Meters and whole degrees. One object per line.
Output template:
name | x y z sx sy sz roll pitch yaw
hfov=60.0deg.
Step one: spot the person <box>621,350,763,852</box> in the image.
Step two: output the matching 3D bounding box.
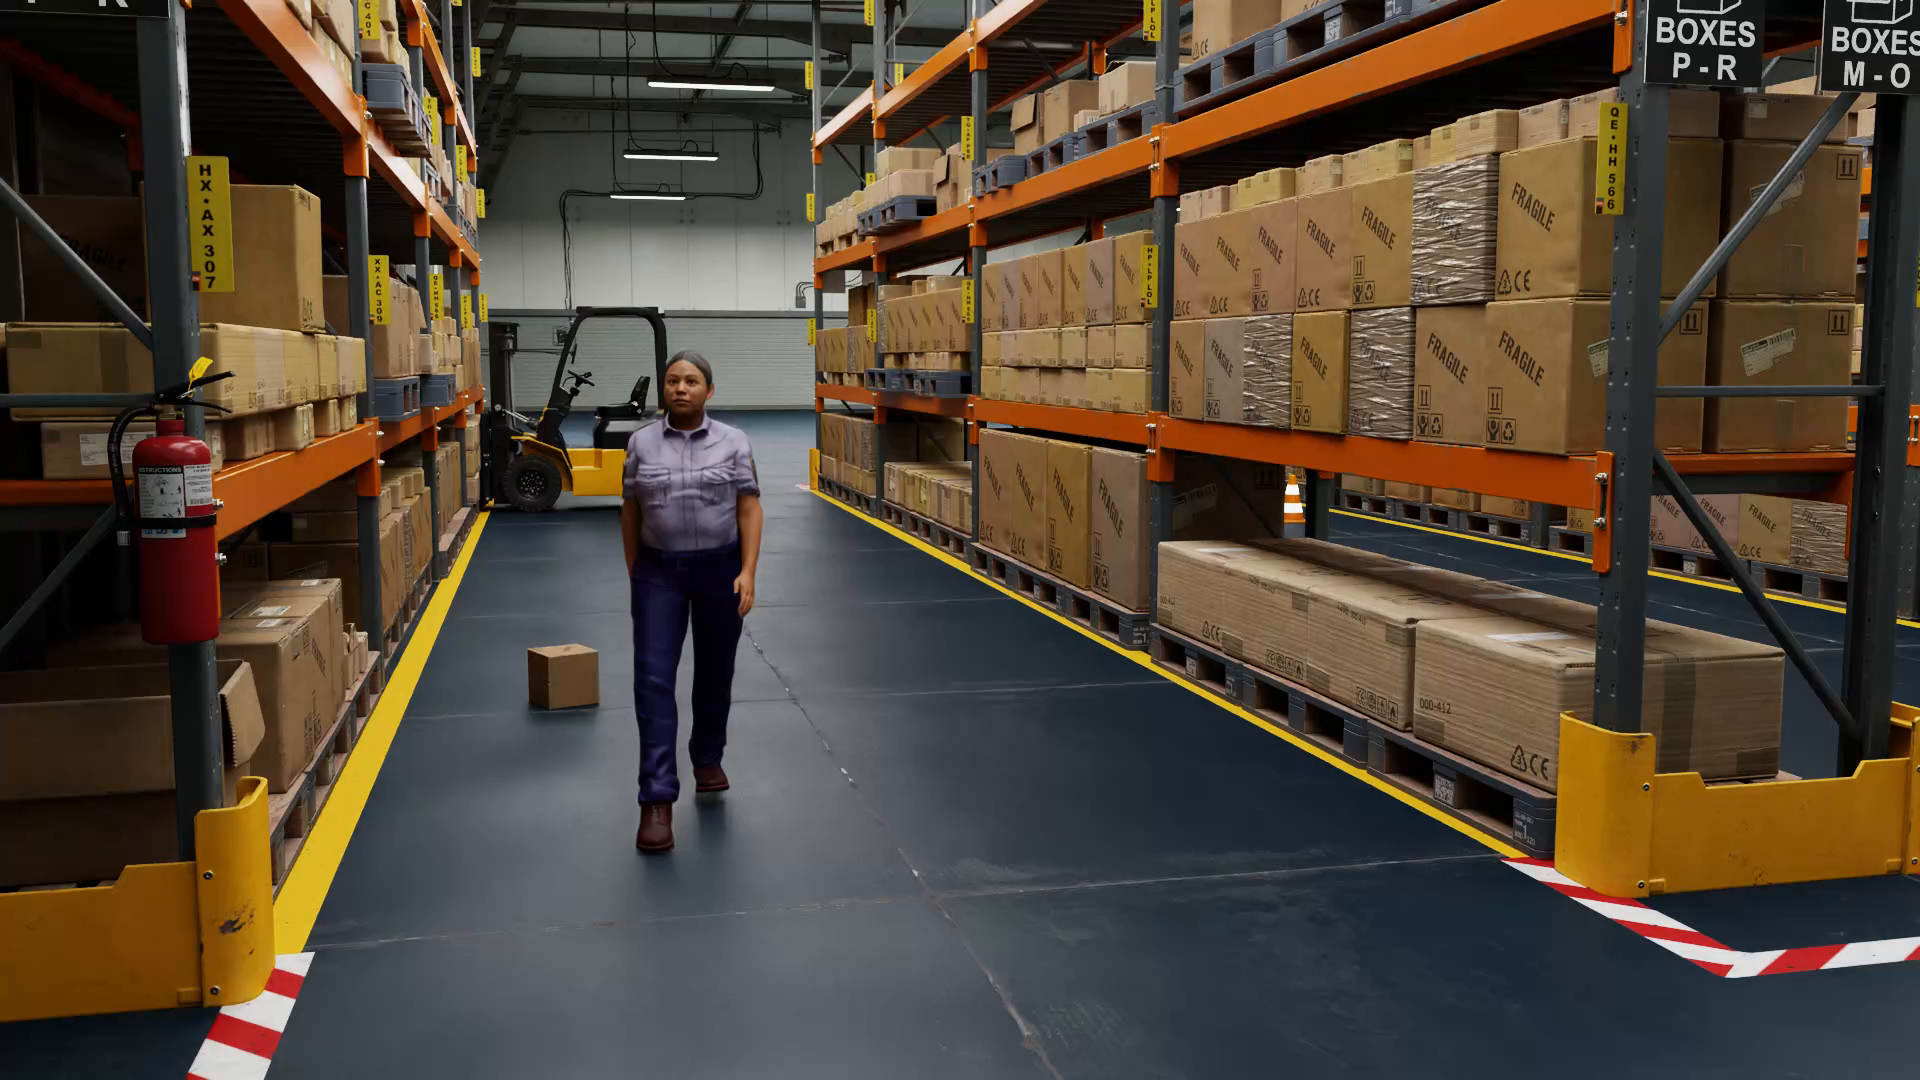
person | -0.923 0.156 5.735 0.484 1.612 0.930 -1 6 -10
